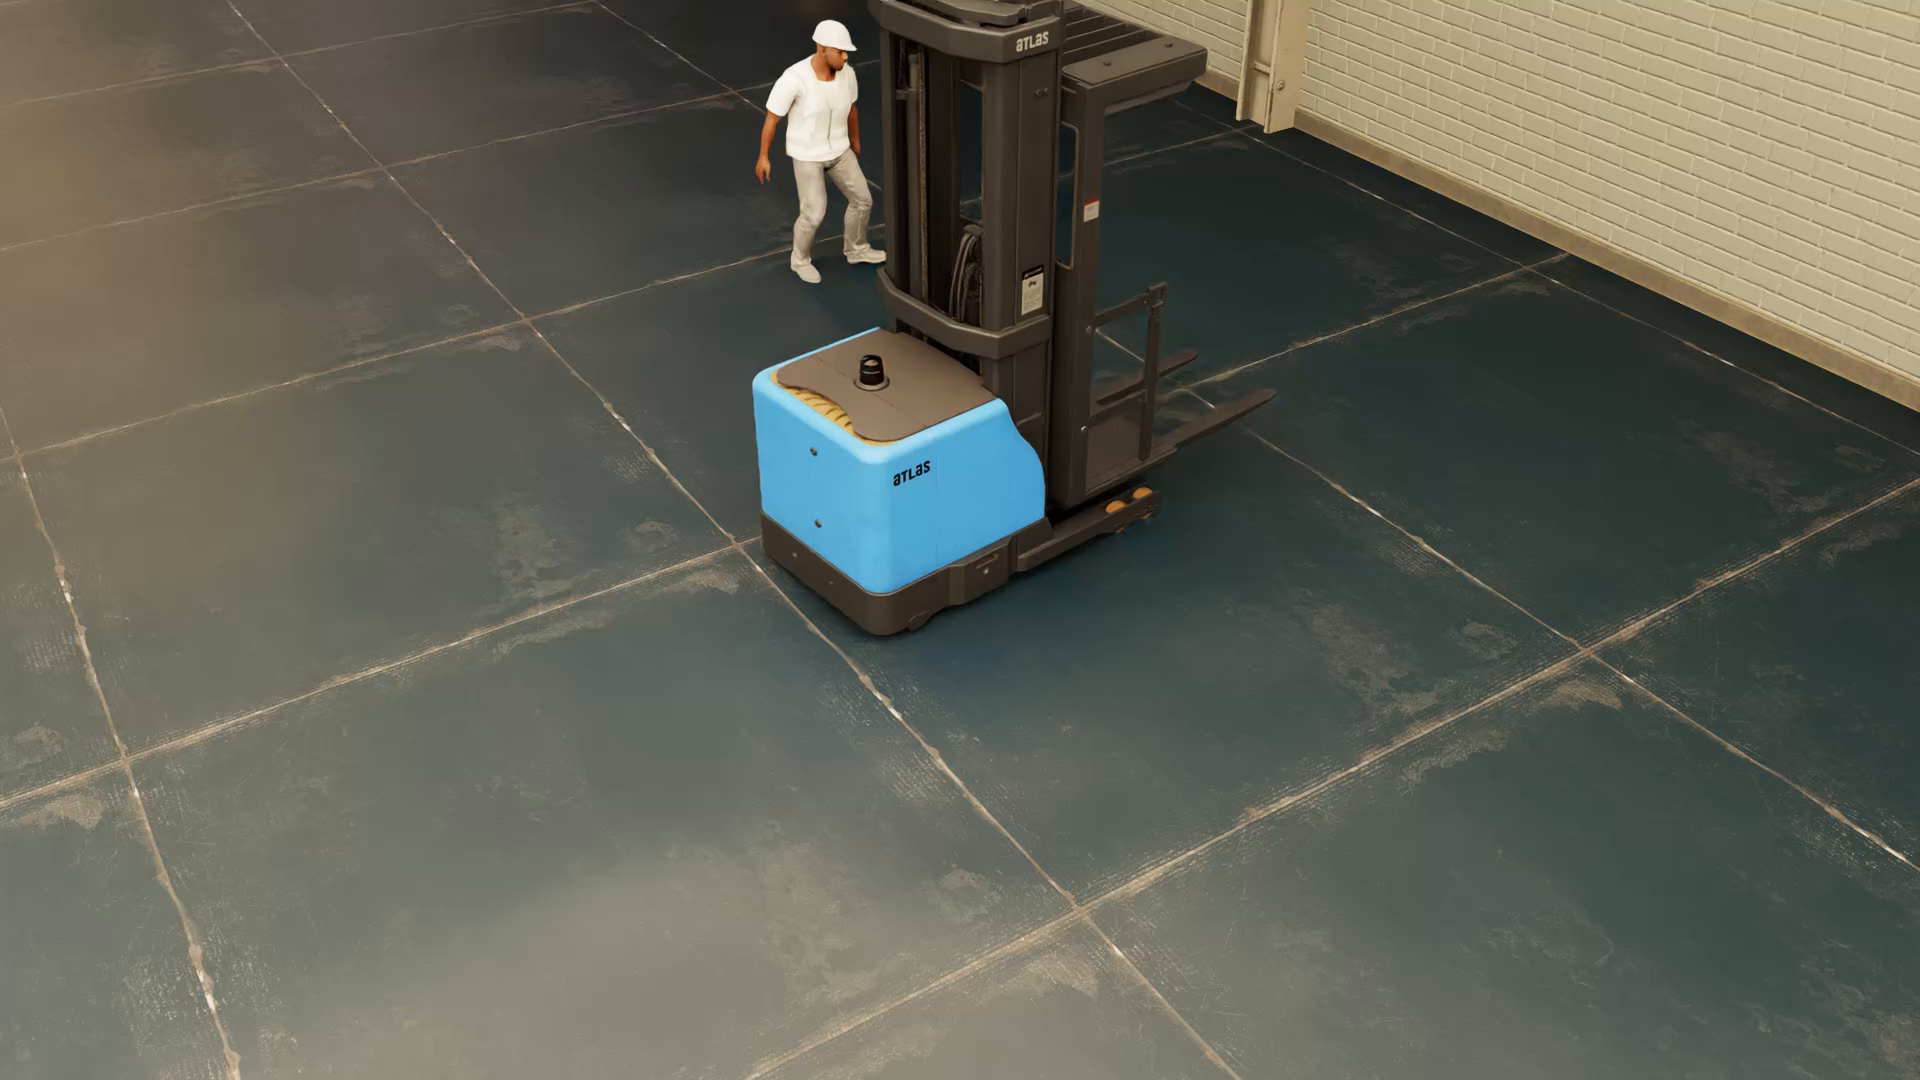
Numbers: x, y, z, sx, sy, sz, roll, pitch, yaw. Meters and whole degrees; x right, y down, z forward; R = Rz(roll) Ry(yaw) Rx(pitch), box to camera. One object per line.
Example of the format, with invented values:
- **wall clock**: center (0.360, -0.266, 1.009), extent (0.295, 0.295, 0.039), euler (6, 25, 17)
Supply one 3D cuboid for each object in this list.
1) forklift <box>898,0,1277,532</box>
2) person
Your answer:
- **forklift**: center (0.443, -1.447, 8.207), extent (3.031, 2.935, 1.121), euler (-26, 42, -32)
- **person**: center (-0.883, -2.511, 10.784), extent (0.893, 1.731, 0.460), euler (-24, 42, -30)
